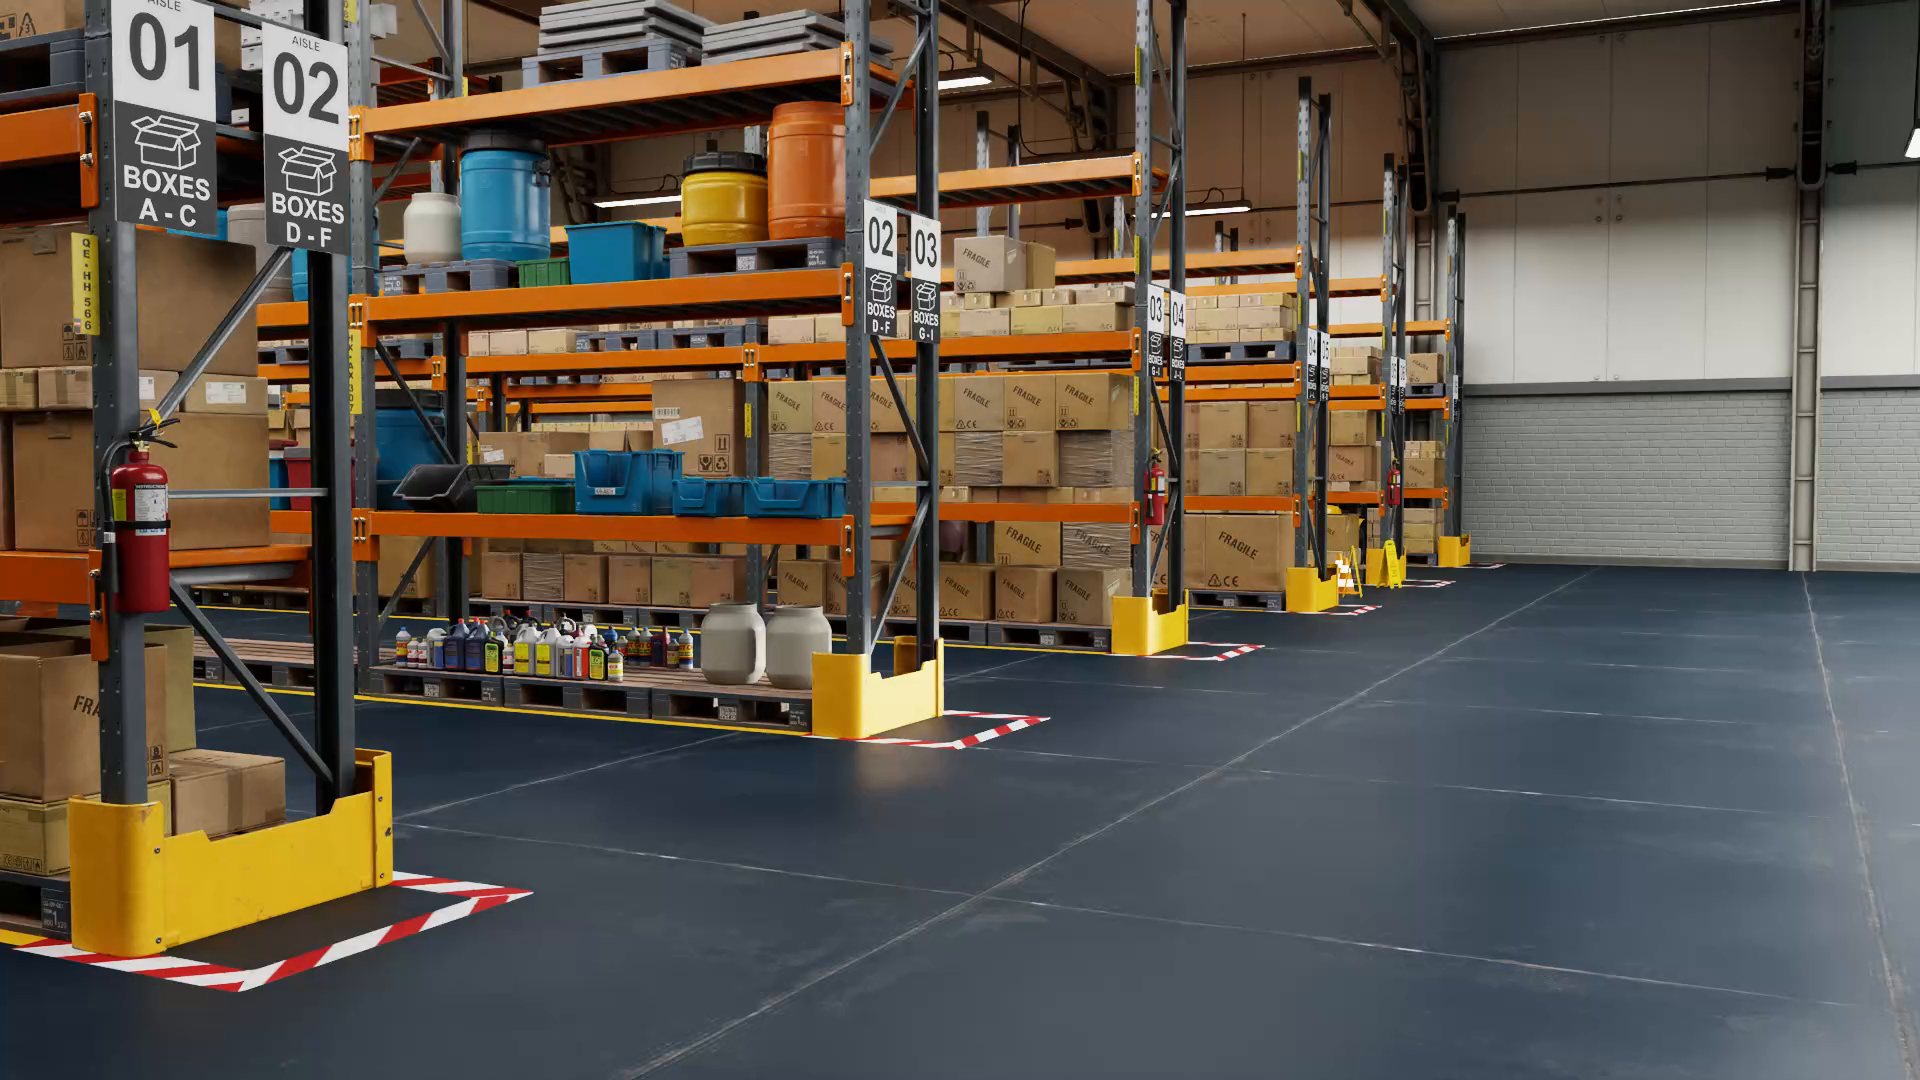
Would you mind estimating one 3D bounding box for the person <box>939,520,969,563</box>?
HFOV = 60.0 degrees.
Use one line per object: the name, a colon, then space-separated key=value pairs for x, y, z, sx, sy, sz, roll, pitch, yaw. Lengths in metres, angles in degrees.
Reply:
person: x=-0.184 y=-0.095 z=19.231 sx=0.548 sy=1.777 sz=0.537 roll=1 pitch=3 yaw=26
